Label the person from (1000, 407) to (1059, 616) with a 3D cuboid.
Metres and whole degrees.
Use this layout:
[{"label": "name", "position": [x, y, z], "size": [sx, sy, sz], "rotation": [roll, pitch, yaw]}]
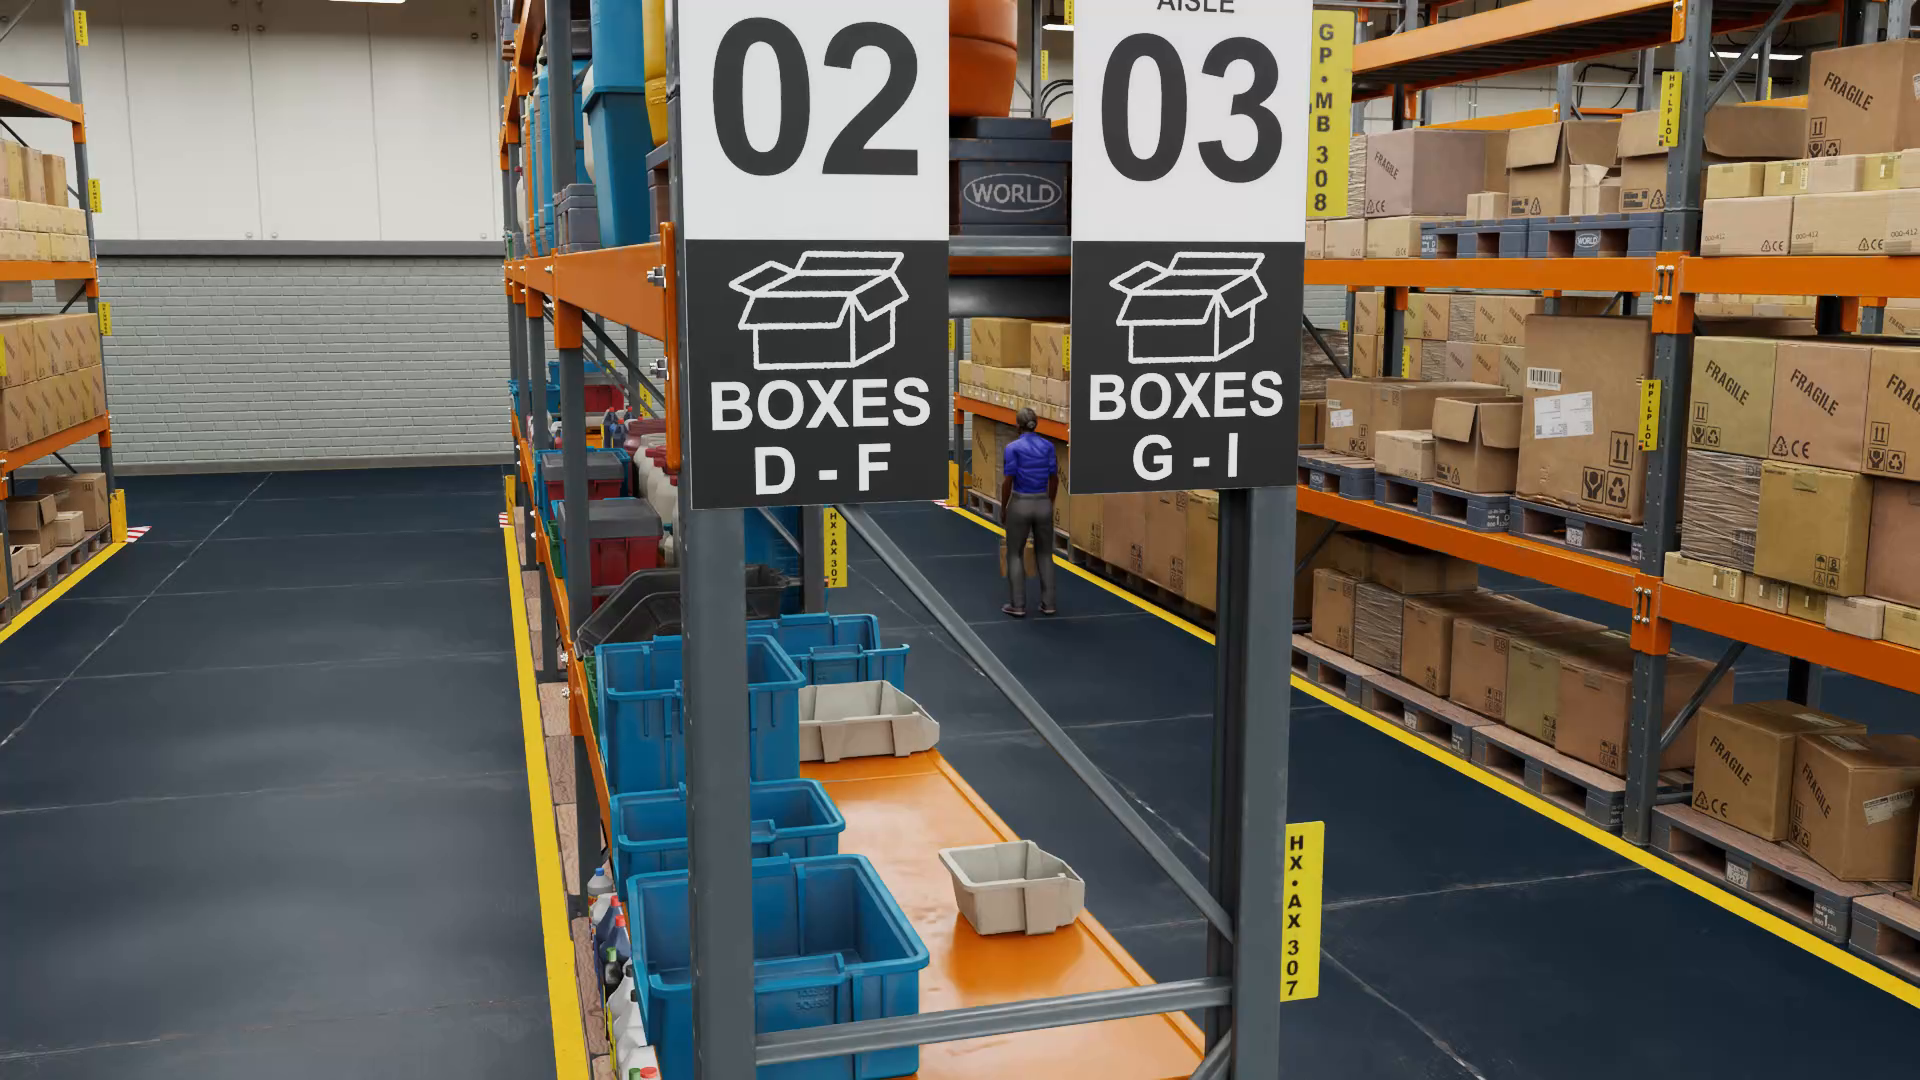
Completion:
[{"label": "person", "position": [0.557, -0.226, 13.256], "size": [0.497, 1.658, 0.348], "rotation": [-3, 10, -18]}]
